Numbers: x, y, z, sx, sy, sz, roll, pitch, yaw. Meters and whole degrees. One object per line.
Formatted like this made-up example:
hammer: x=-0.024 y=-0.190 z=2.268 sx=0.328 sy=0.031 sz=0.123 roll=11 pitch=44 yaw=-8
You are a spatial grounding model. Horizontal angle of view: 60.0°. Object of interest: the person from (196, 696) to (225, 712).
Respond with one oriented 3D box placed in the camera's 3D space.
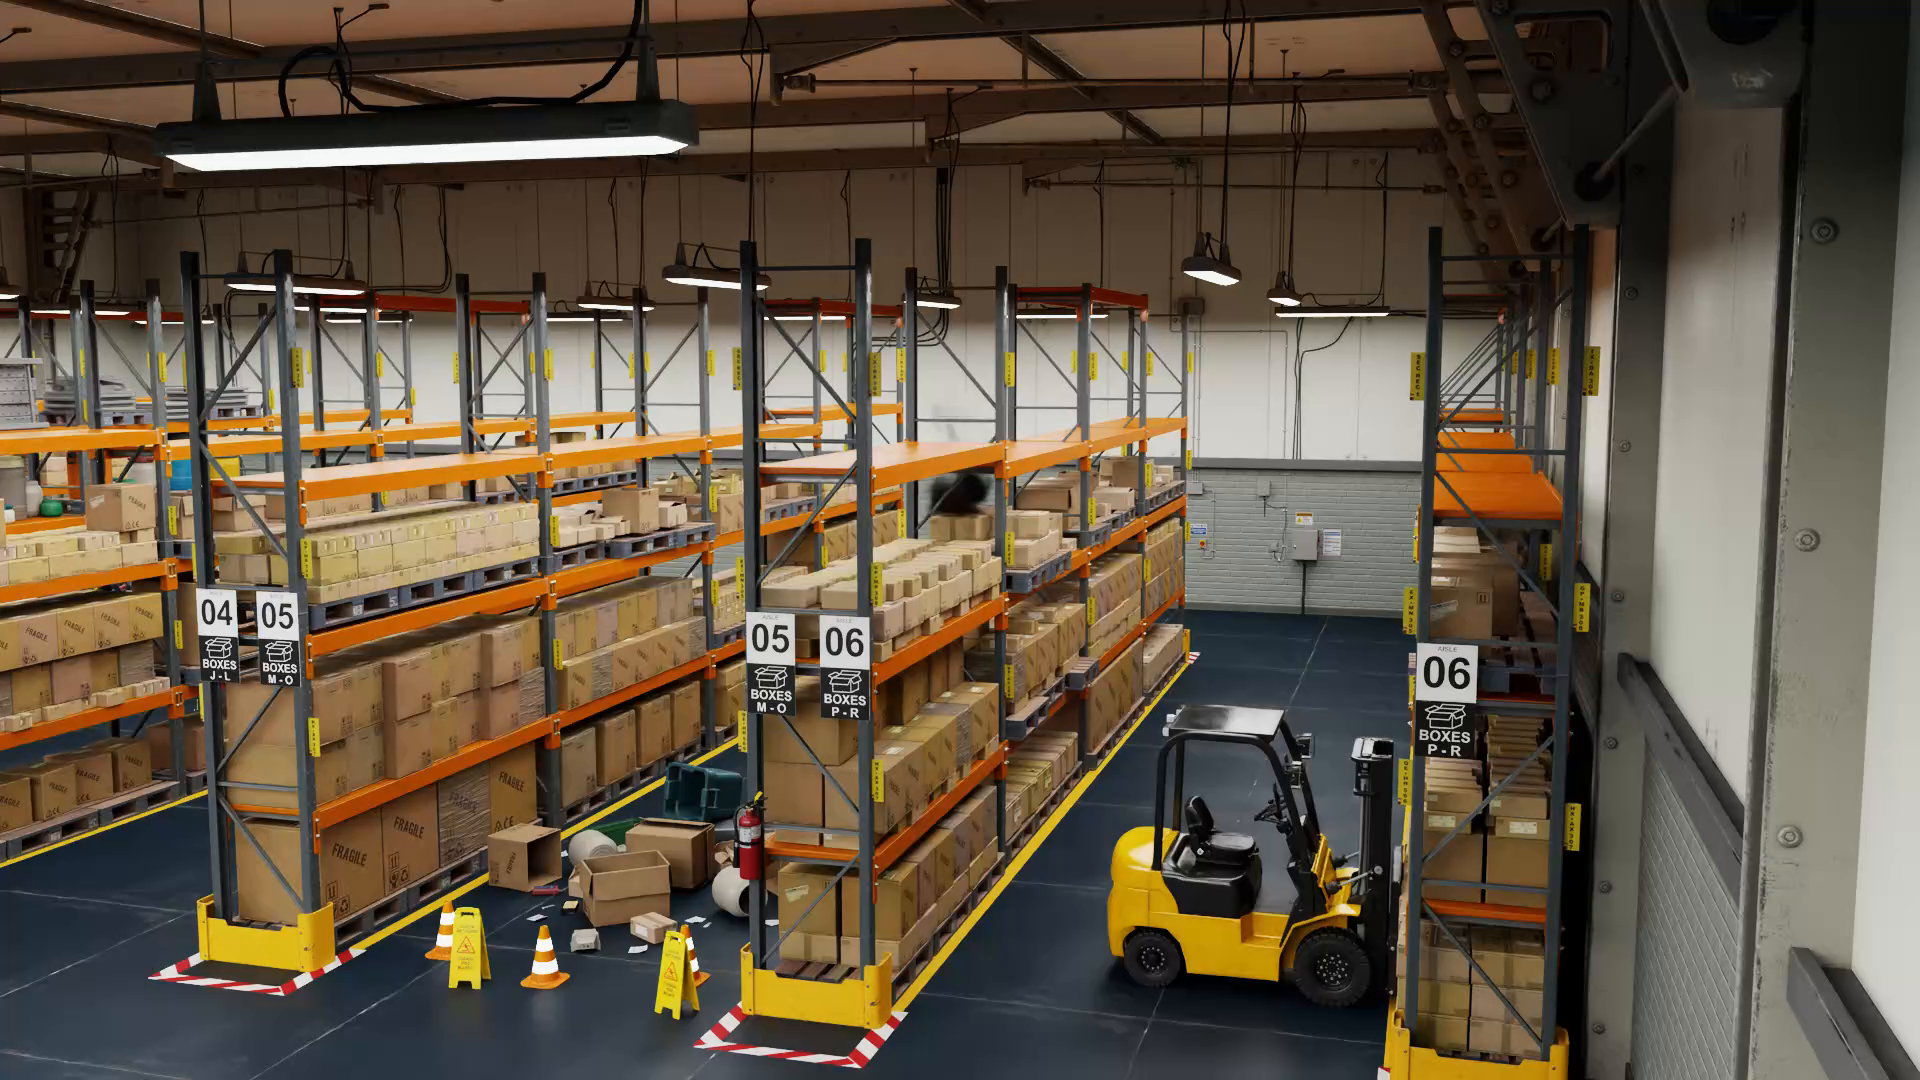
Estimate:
person: x=-10.394 y=1.696 z=22.837 sx=0.678 sy=1.784 sz=0.953 roll=2 pitch=7 yaw=14
